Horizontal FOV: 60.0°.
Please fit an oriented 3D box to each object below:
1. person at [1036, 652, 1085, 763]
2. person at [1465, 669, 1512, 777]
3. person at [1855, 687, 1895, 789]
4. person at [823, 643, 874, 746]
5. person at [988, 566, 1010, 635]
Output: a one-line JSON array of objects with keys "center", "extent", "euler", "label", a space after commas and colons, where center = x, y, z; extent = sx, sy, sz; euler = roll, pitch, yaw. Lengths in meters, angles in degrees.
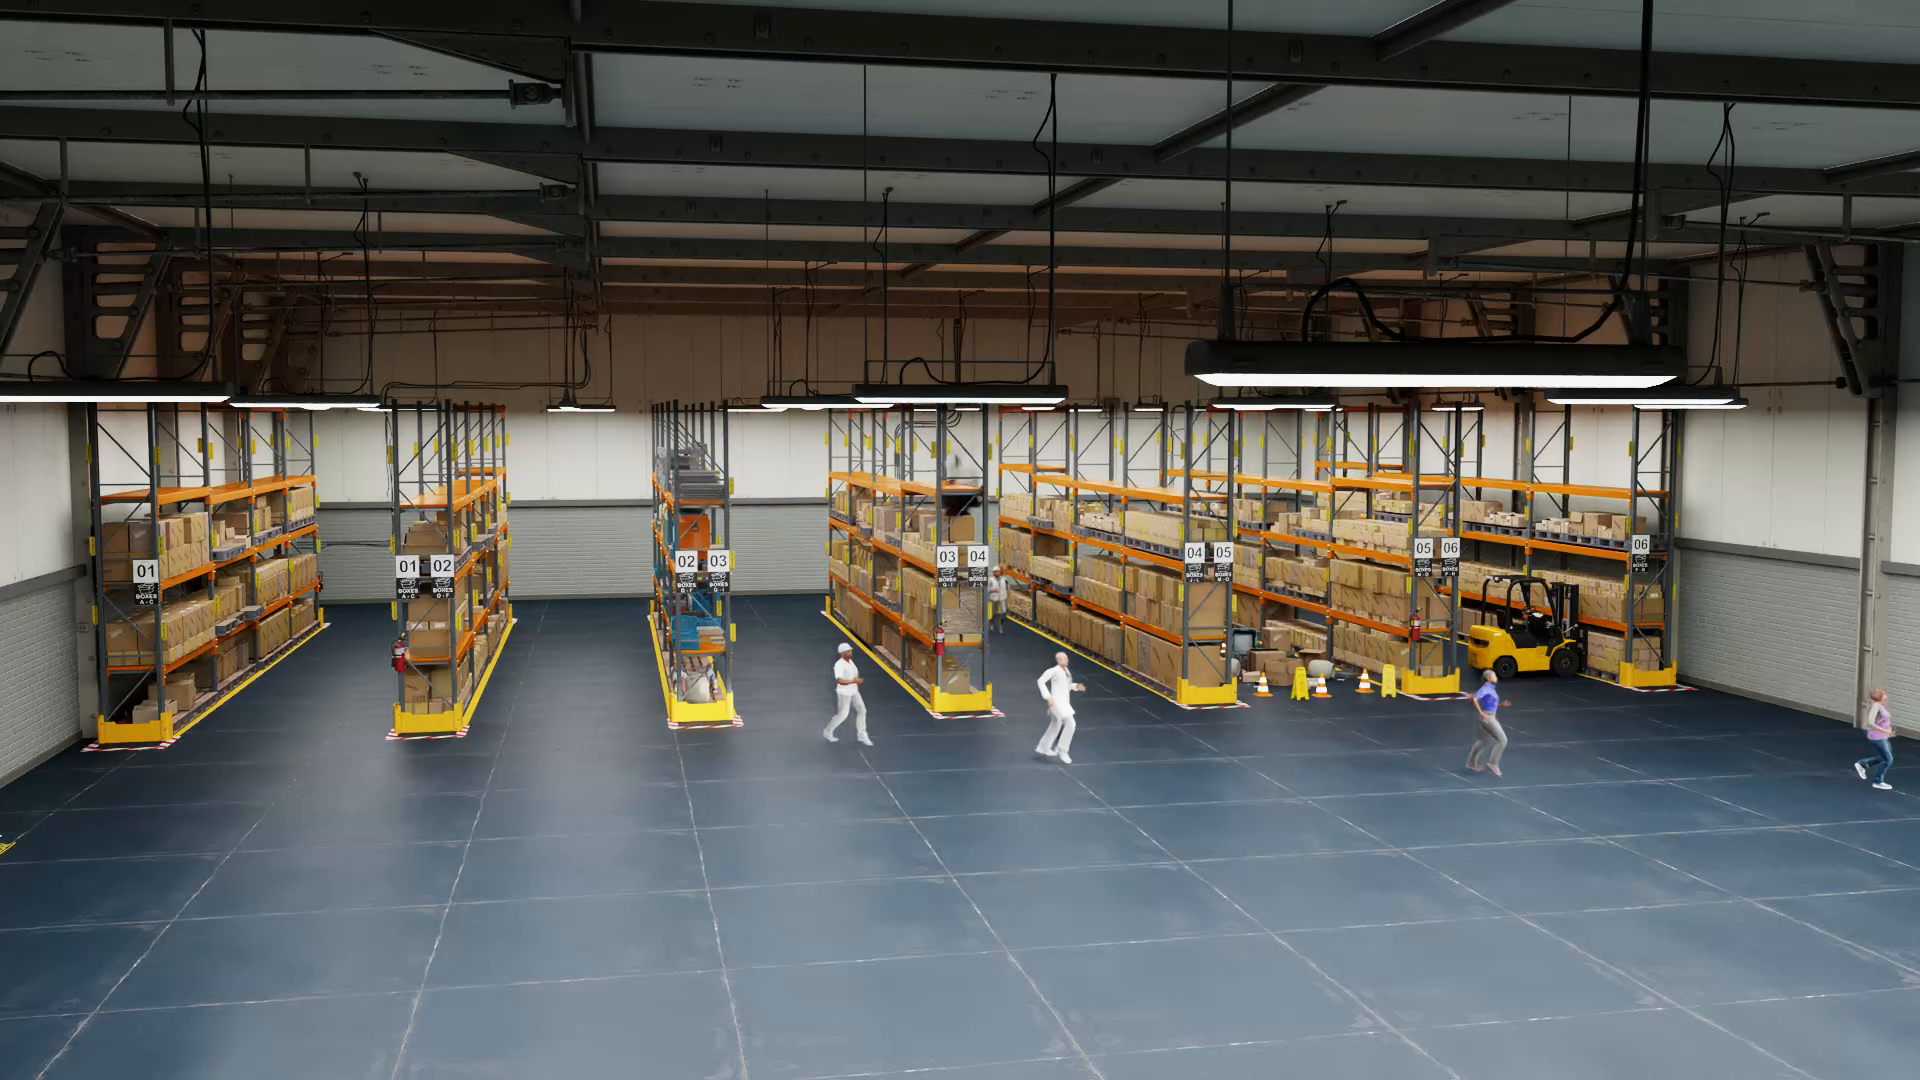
[{"center": [1.659, 2.767, 27.591], "extent": [0.841, 1.830, 0.689], "euler": [1, 5, 19], "label": "person"}, {"center": [8.414, 2.907, 26.459], "extent": [0.686, 1.700, 0.557], "euler": [1, 4, 13], "label": "person"}, {"center": [14.031, 3.027, 25.482], "extent": [0.566, 1.547, 0.534], "euler": [3, 5, 38], "label": "person"}, {"center": [-1.939, 2.671, 28.846], "extent": [0.896, 1.785, 0.704], "euler": [2, 5, 23], "label": "person"}, {"center": [1.006, 1.566, 43.470], "extent": [0.662, 1.786, 0.874], "euler": [-1, 4, -7], "label": "person"}]
